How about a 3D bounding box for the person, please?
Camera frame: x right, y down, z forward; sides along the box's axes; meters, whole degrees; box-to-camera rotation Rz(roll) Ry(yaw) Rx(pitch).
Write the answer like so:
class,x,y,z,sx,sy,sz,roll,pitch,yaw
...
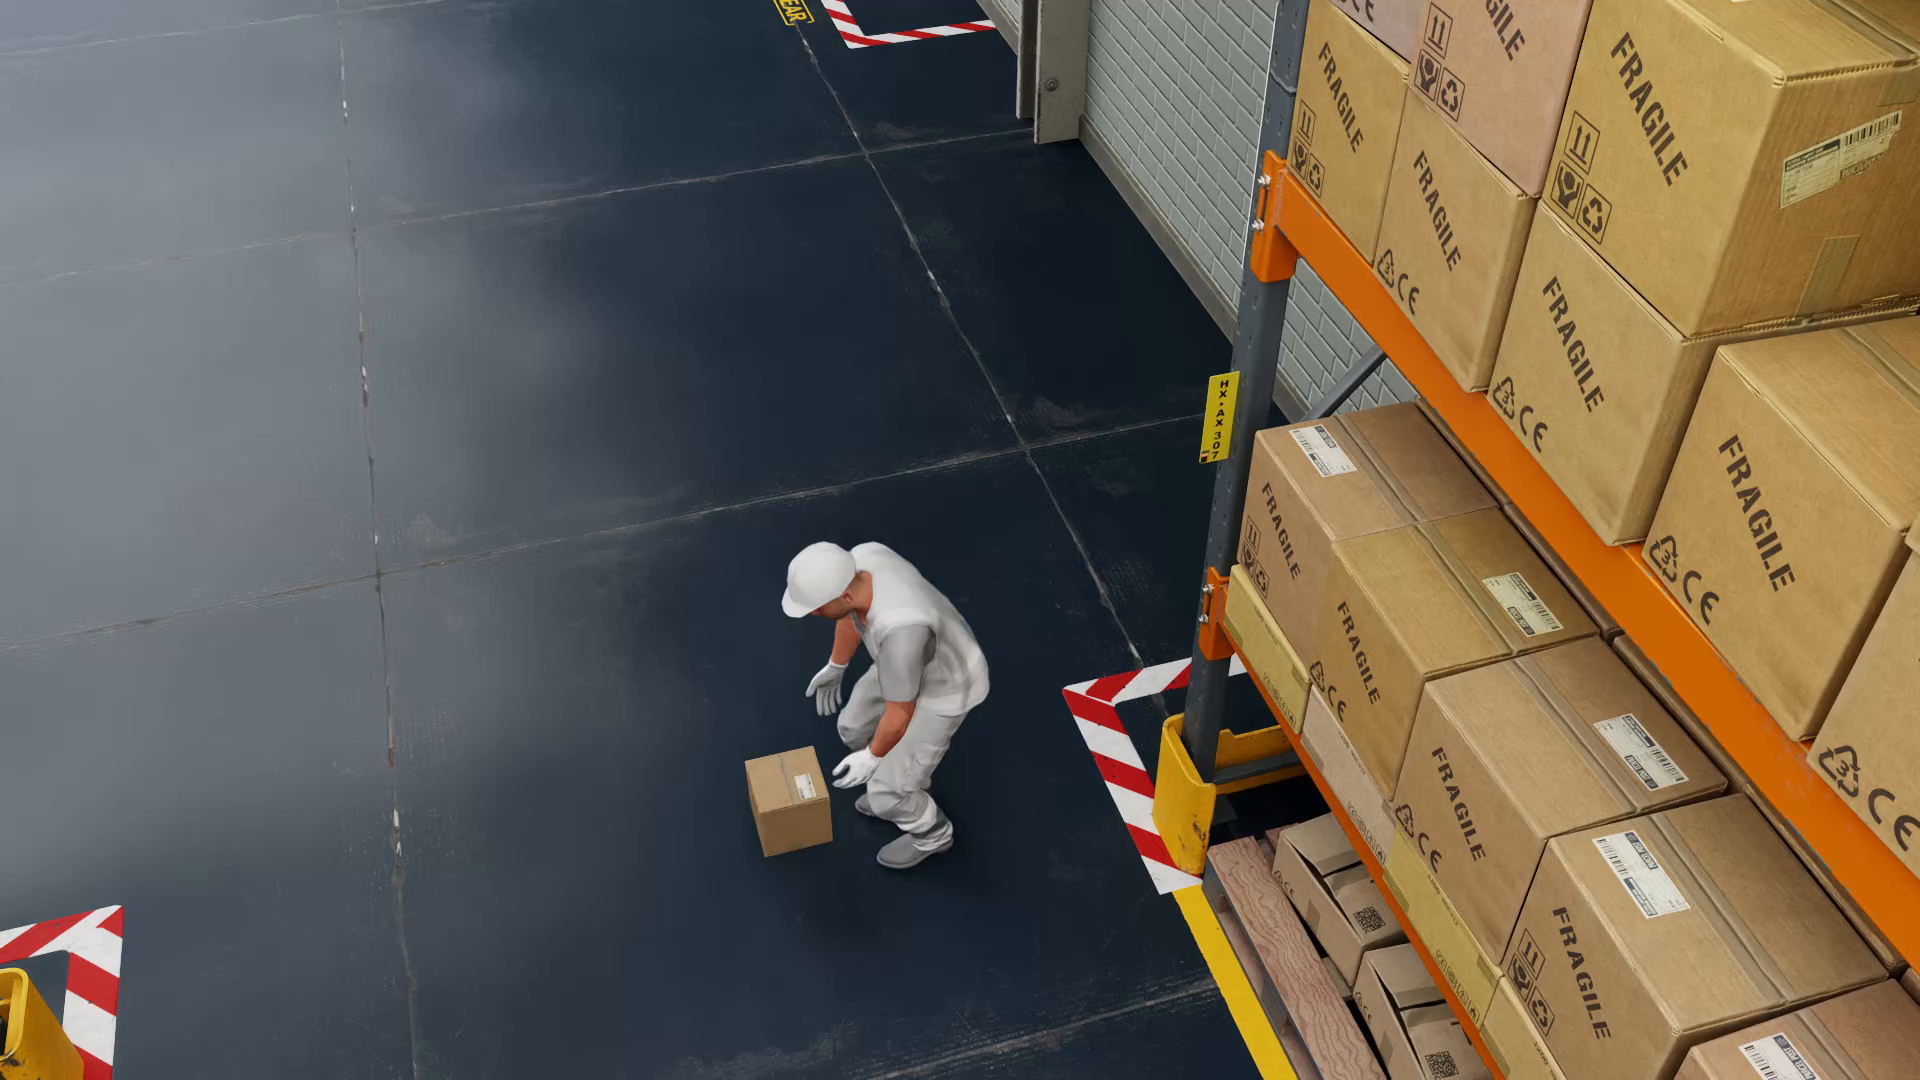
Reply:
class,x,y,z,sx,sy,sz,roll,pitch,yaw
person,-0.237,0.551,5.722,0.690,1.528,0.579,-13,43,-14
